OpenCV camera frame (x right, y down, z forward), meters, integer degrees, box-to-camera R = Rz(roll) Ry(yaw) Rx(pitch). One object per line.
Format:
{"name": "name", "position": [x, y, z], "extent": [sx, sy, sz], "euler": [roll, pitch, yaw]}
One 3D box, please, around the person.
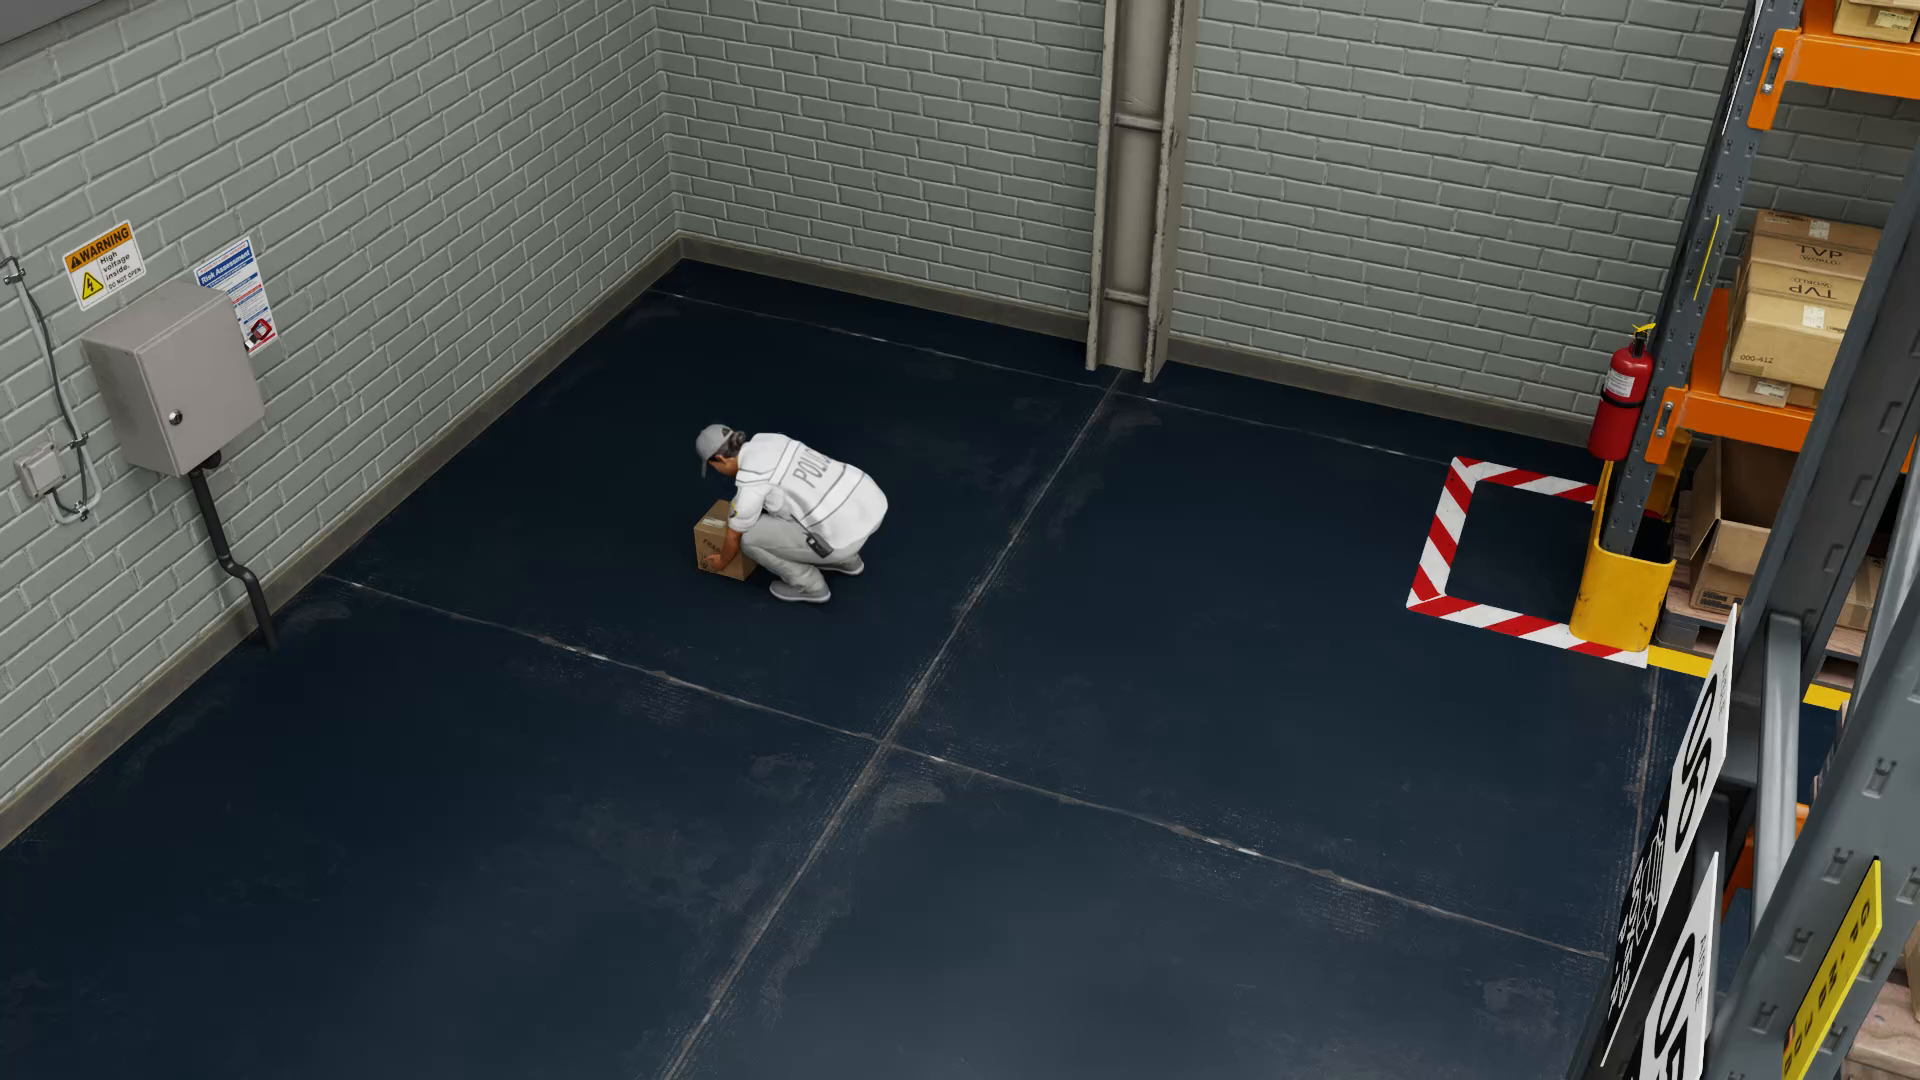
{"name": "person", "position": [-0.776, -0.142, 7.703], "extent": [0.867, 0.818, 0.518], "euler": [14, 40, 18]}
